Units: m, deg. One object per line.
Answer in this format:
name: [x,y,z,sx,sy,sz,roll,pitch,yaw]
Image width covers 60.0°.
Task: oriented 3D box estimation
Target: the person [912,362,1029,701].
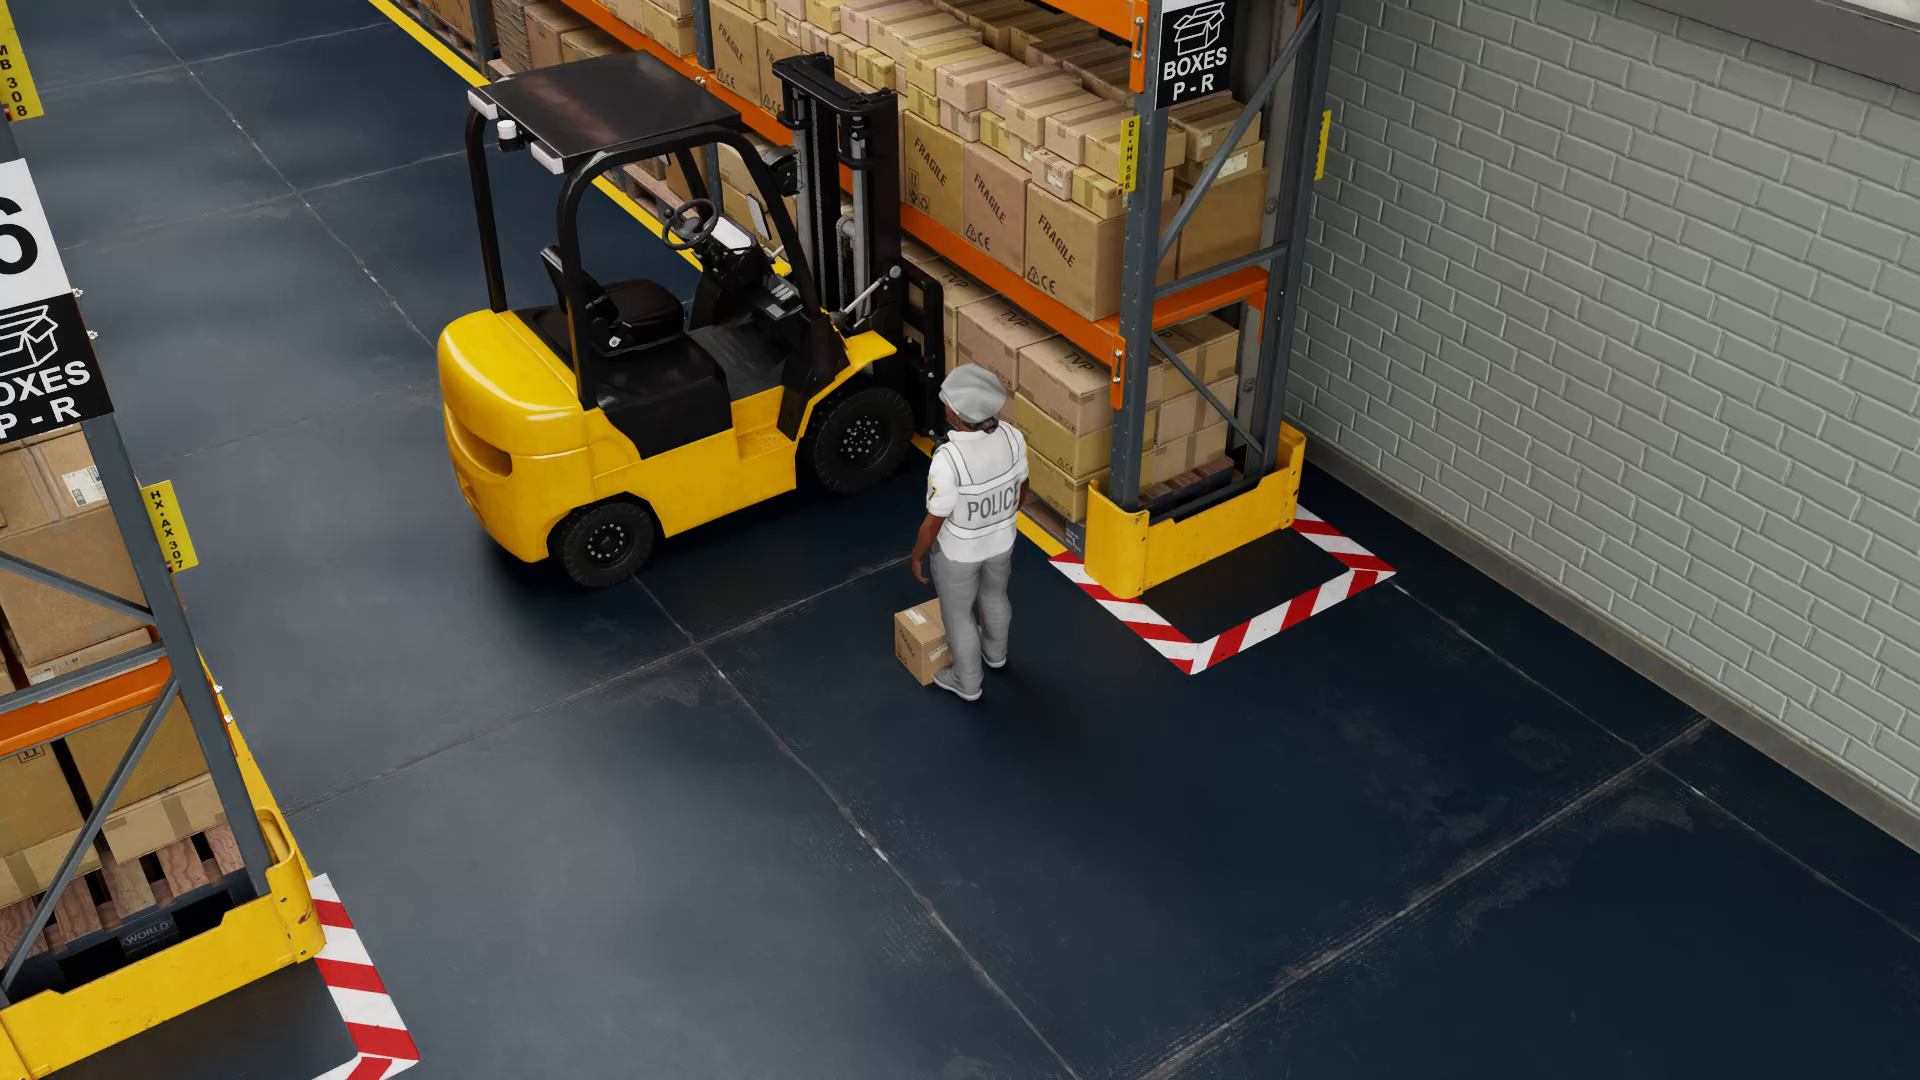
person: [0.019,-0.039,7.010,0.569,1.696,0.528,-23,42,-27]
